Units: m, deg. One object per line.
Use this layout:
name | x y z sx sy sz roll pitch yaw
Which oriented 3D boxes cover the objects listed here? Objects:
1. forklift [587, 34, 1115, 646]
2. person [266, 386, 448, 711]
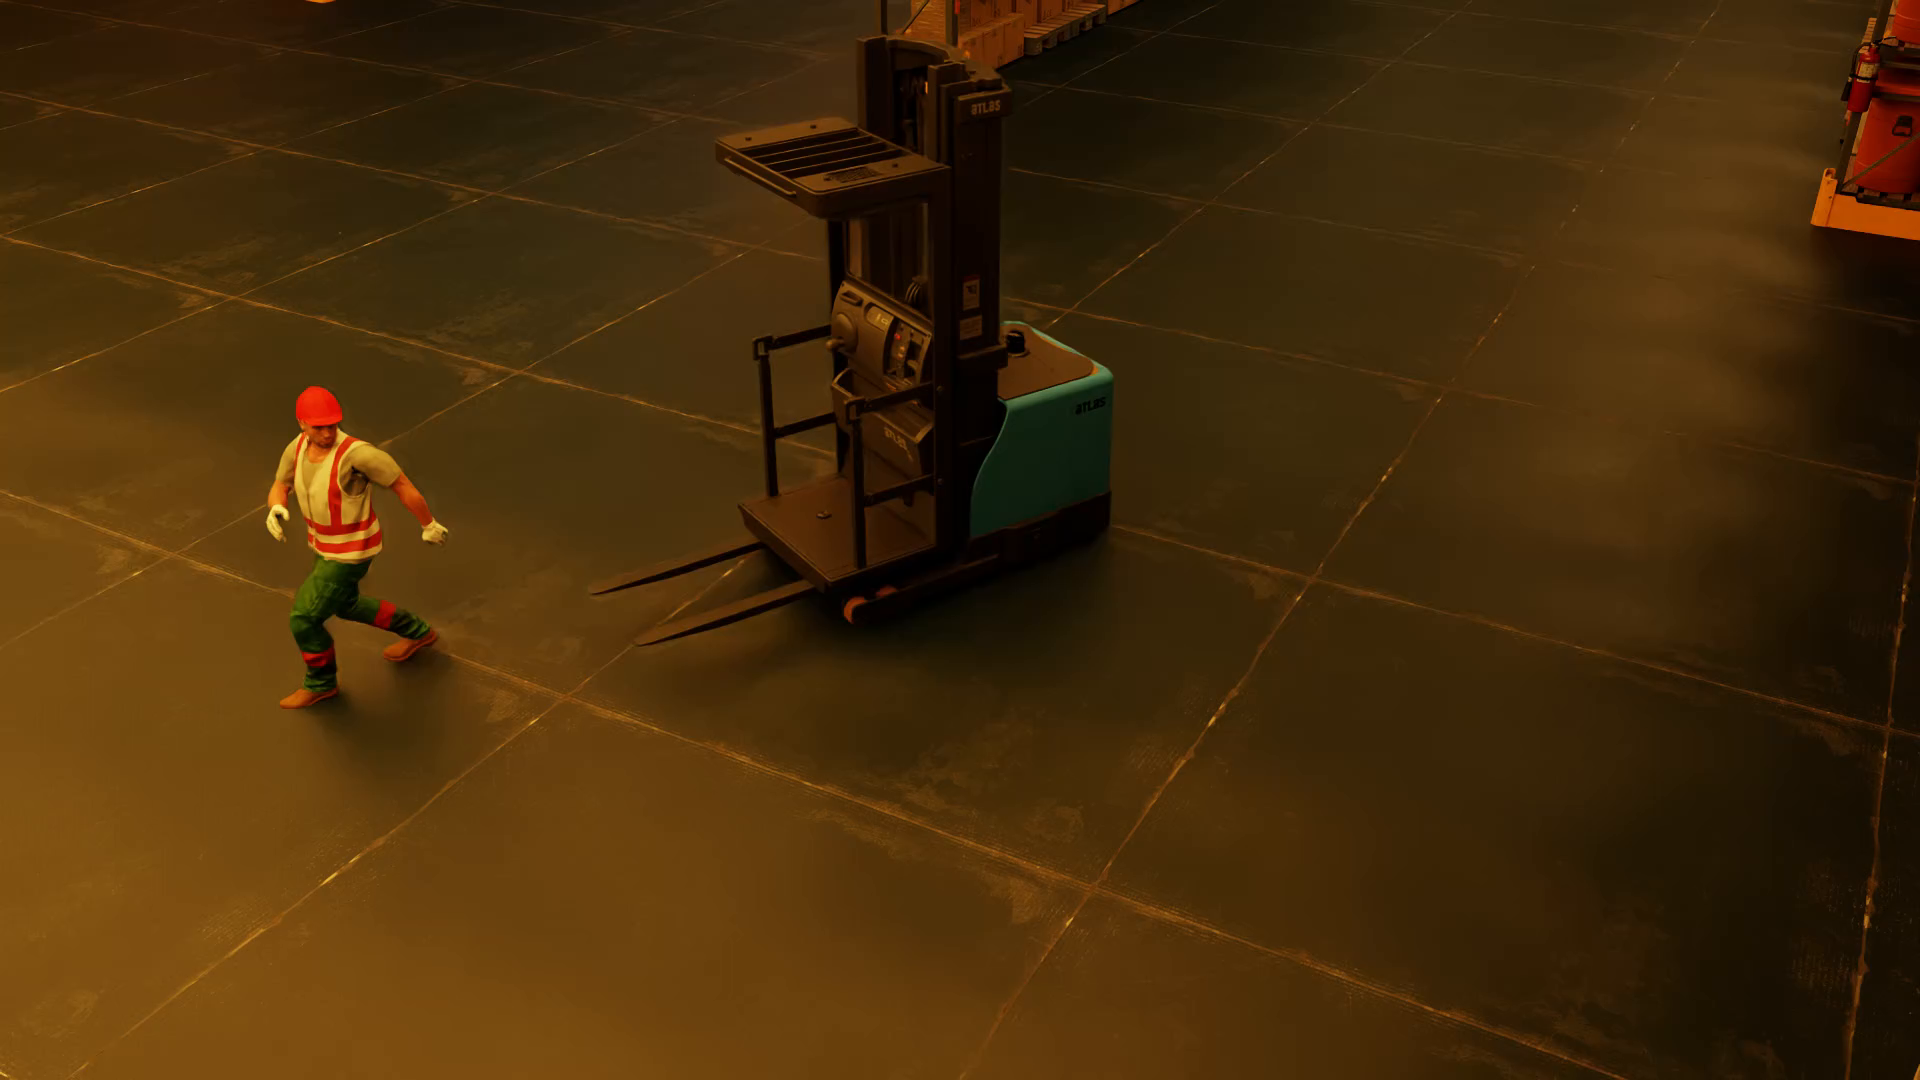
forklift | -0.602 -1.093 8.965 3.031 2.935 1.130 -19 35 -29
person | -3.089 0.015 8.313 0.932 1.698 0.569 -23 37 -35
